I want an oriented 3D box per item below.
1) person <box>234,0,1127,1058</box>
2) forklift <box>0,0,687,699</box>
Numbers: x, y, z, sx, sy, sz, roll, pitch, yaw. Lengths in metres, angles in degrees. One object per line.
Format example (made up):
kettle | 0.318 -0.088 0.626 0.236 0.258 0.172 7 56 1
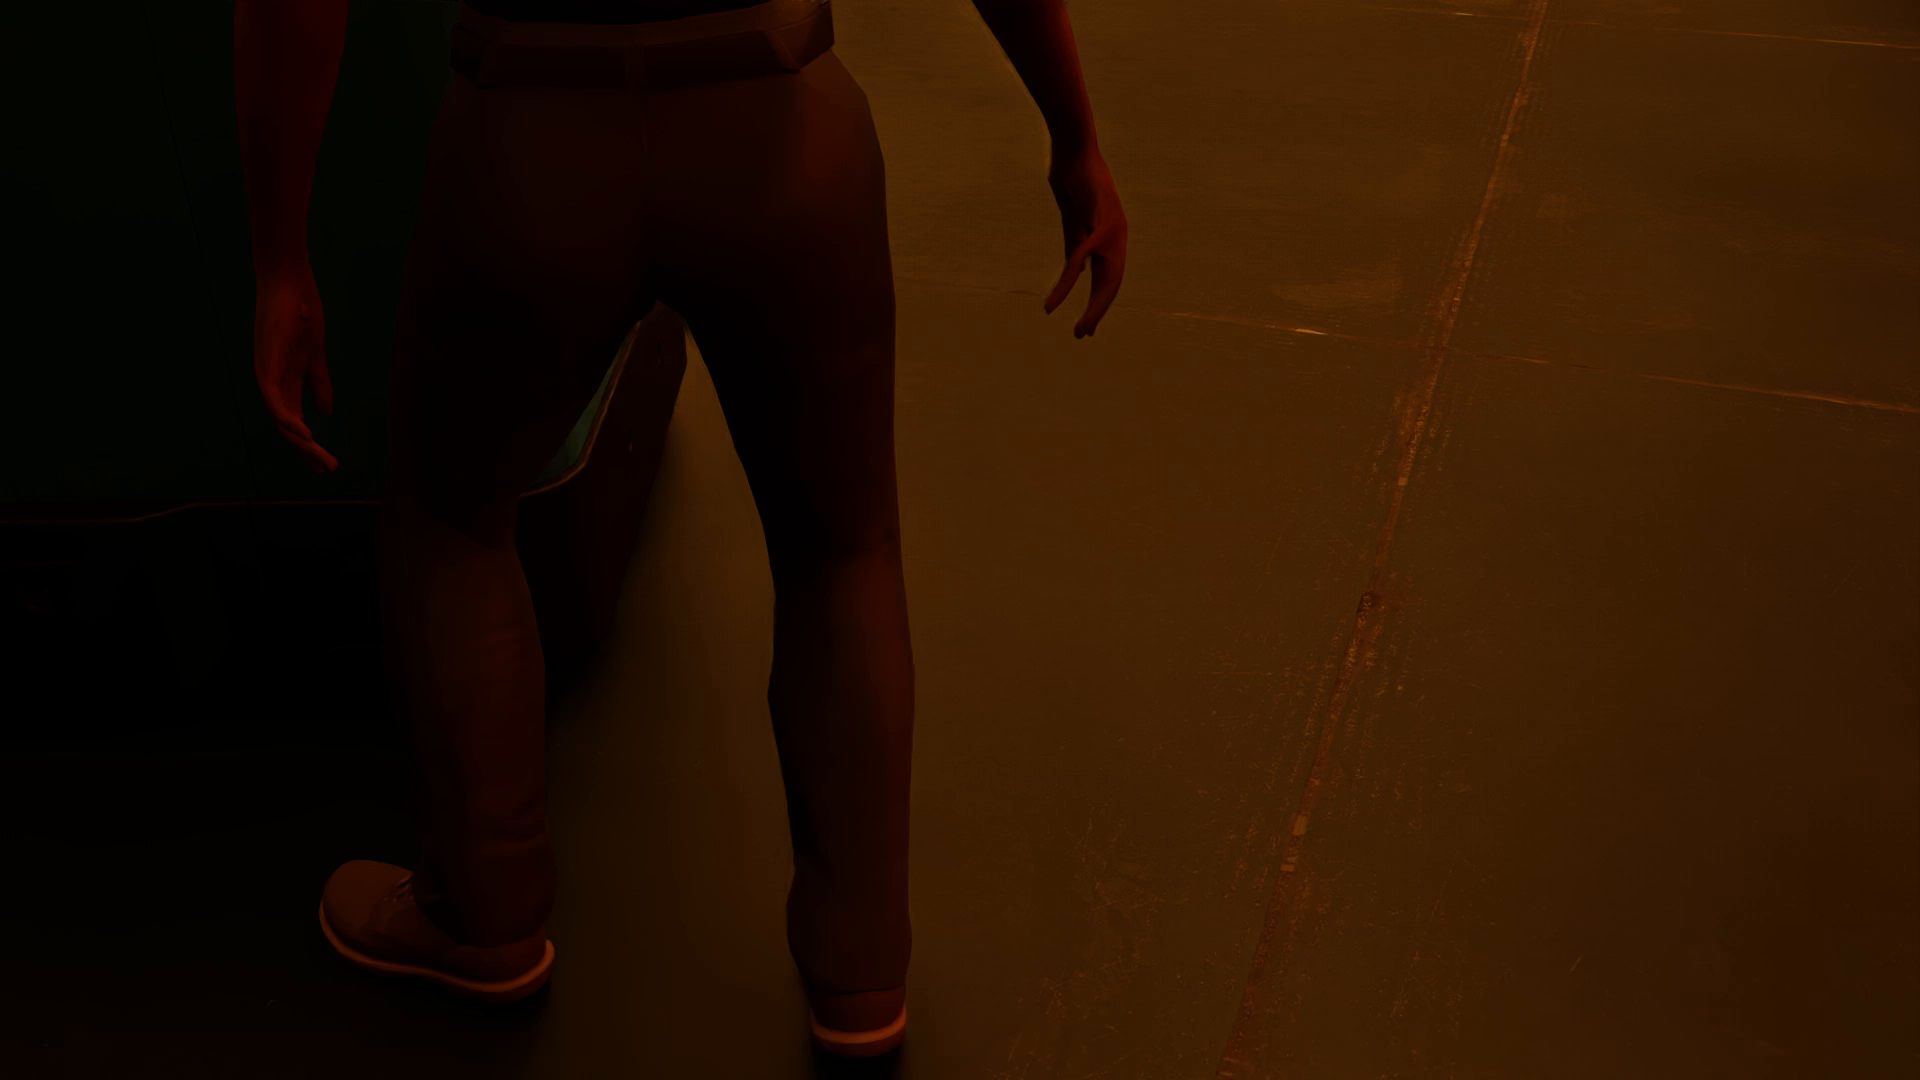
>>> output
person | -0.269 -0.254 1.370 0.812 1.614 0.414 -3 30 -5
forklift | -1.980 -1.293 1.808 3.031 2.935 1.130 -1 30 -1
